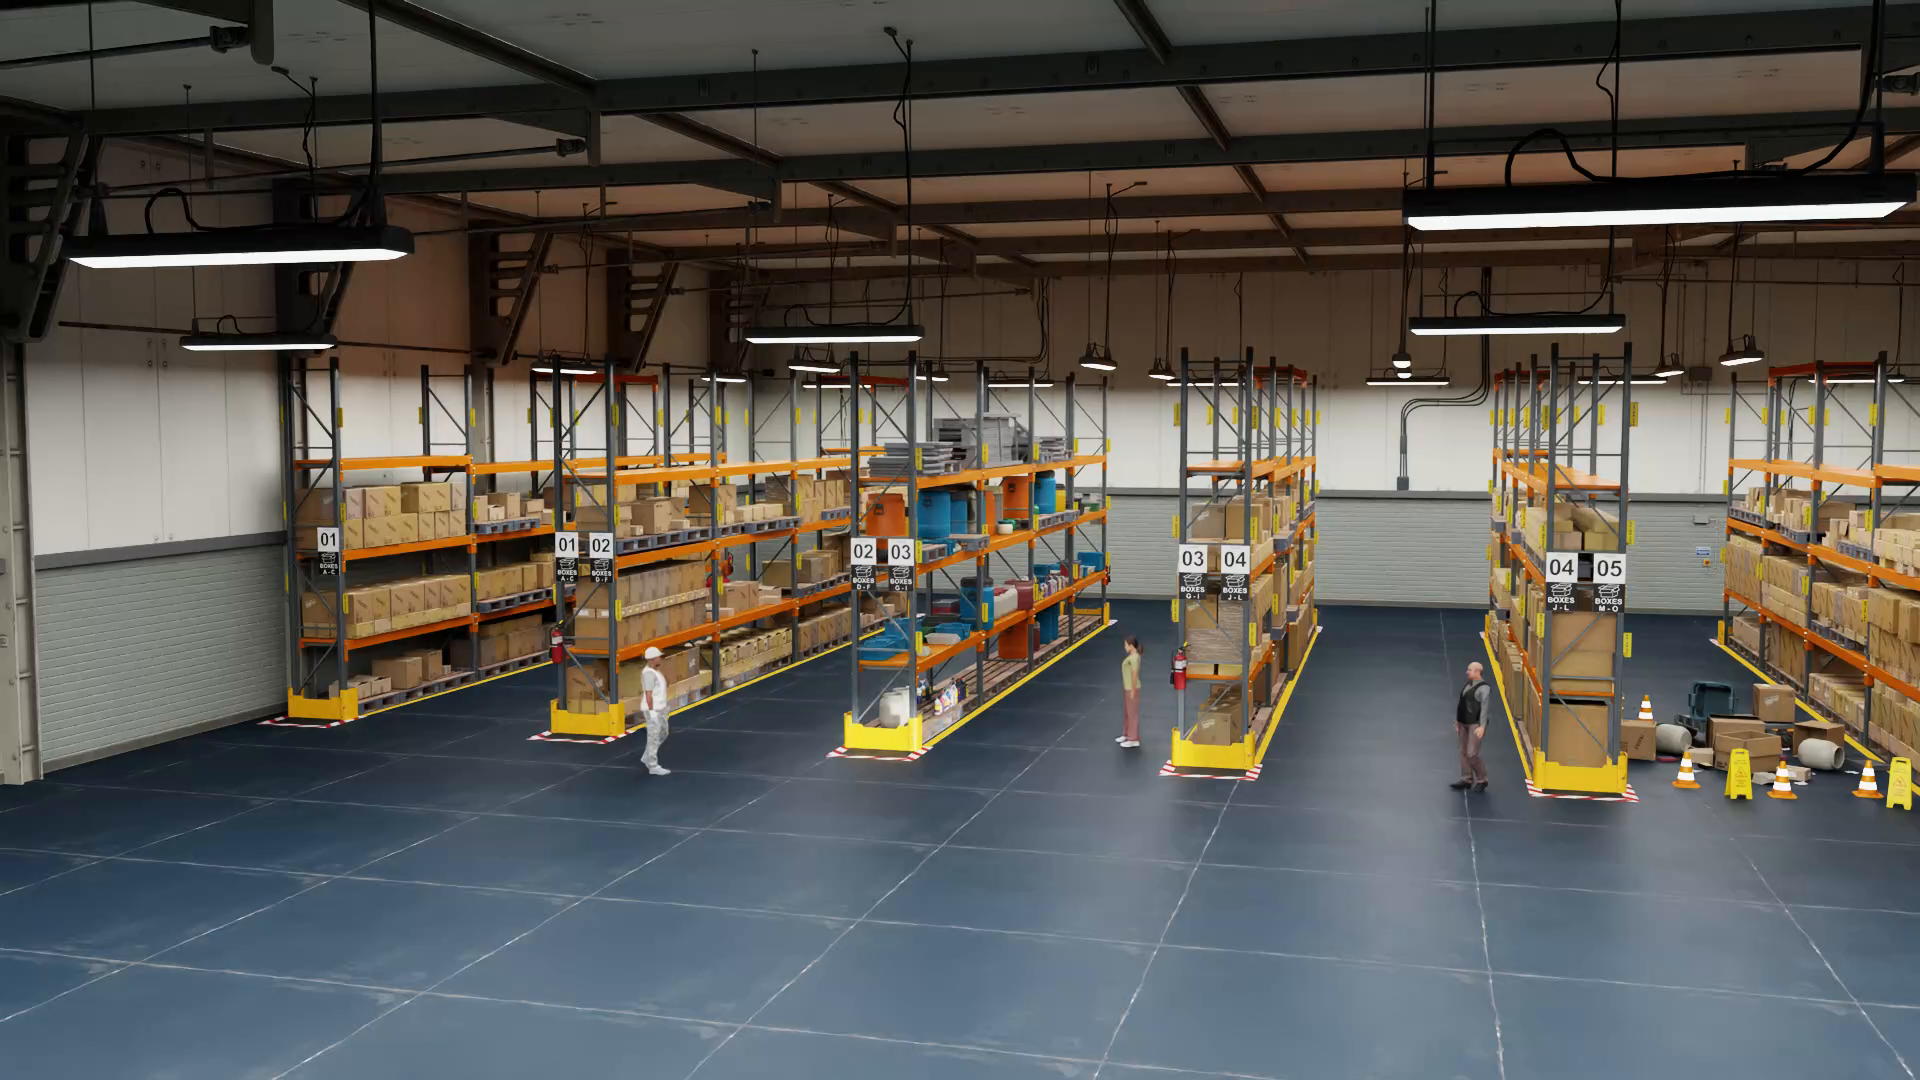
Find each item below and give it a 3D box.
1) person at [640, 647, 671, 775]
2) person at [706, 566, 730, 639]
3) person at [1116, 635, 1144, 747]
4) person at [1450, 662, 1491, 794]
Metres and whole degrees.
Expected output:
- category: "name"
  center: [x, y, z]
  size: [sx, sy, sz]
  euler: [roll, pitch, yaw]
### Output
- category: "person"
  center: [-4.322, 2.397, 23.439]
  size: [0.522, 1.787, 0.630]
  euler: [0, 4, 5]
- category: "person"
  center: [-5.427, 1.443, 37.229]
  size: [0.718, 1.717, 0.985]
  euler: [1, 4, 15]
- category: "person"
  center: [2.604, 2.298, 25.448]
  size: [0.415, 1.671, 0.516]
  euler: [0, 4, 2]
- category: "person"
  center: [6.863, 2.512, 22.385]
  size: [0.436, 1.745, 0.574]
  euler: [-2, 4, -20]
